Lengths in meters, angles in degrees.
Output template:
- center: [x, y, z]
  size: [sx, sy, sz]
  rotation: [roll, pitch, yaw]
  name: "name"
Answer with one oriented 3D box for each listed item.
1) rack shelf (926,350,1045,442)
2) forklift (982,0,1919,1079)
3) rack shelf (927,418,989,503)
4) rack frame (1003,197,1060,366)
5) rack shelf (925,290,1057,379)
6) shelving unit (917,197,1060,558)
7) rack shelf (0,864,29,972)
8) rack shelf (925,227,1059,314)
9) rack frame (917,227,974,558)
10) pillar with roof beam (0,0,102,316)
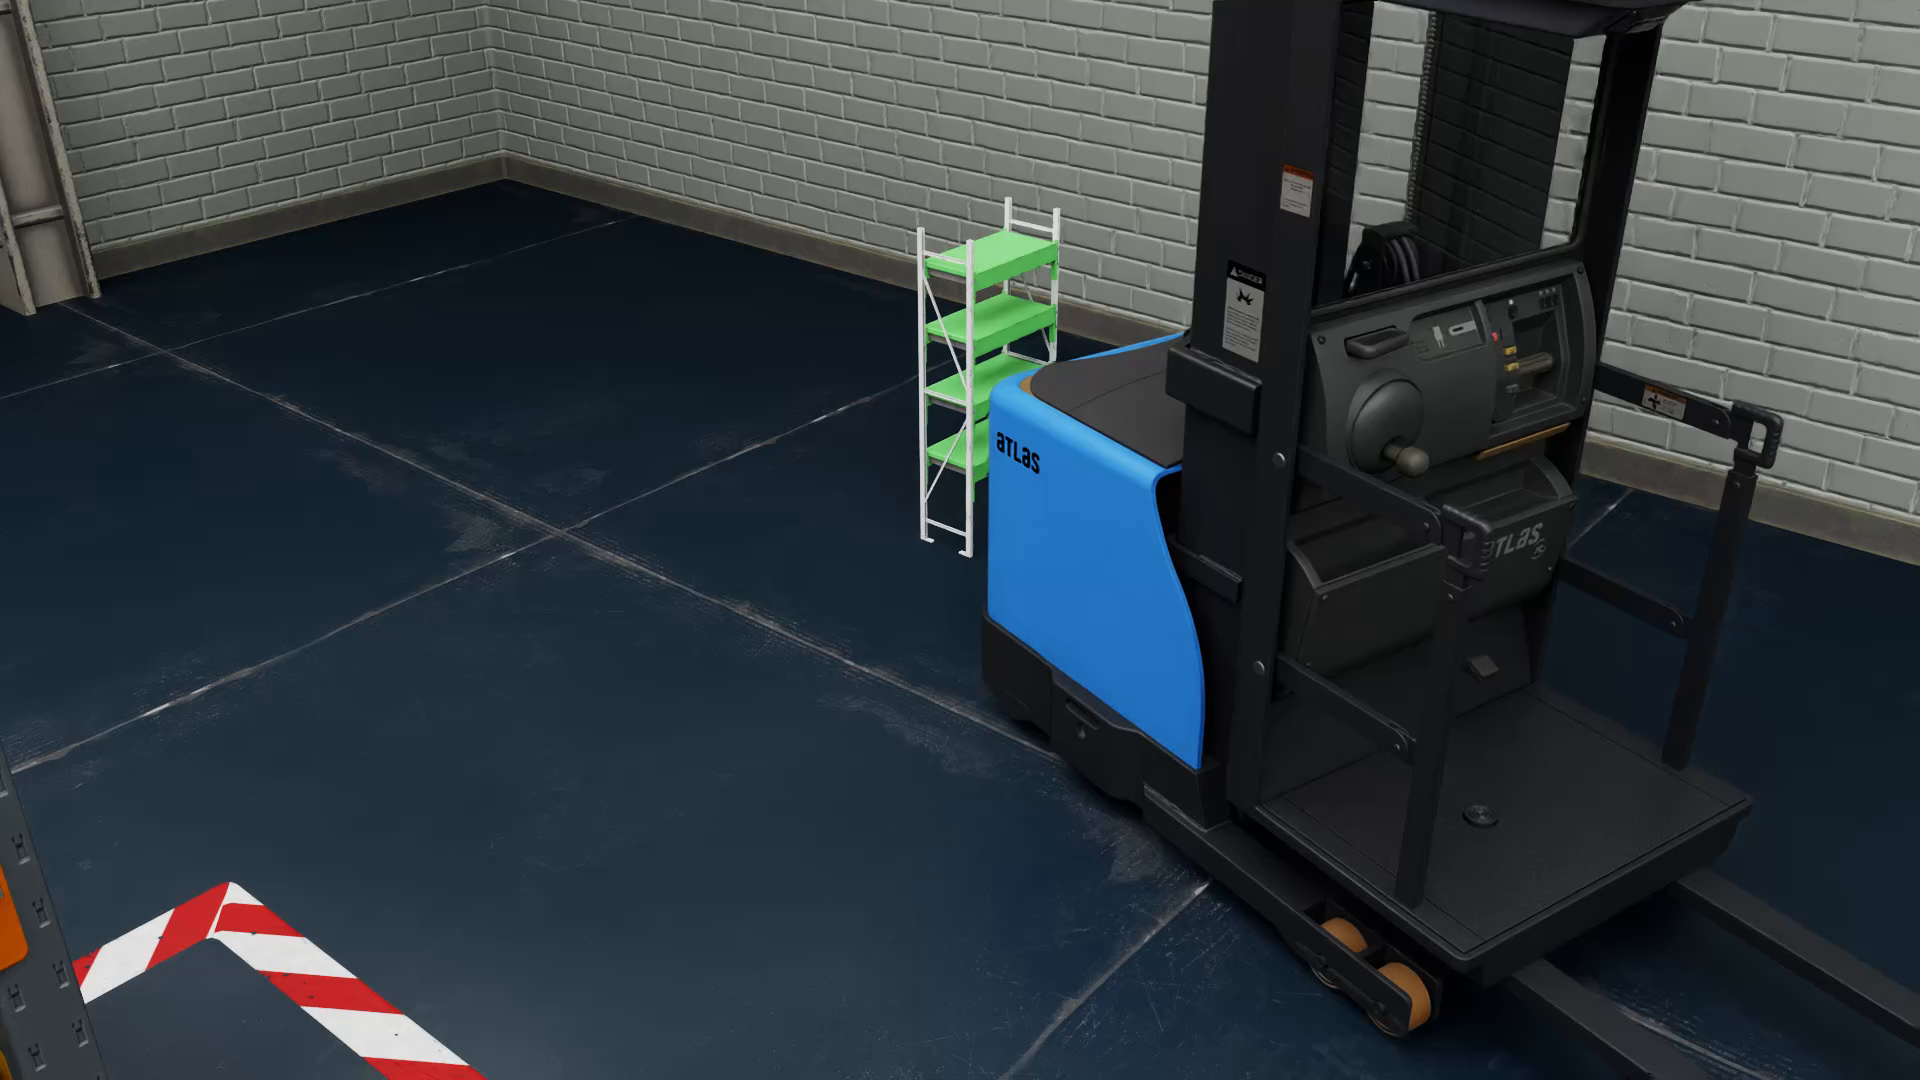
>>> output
- center: [0.105, -0.535, 6.117]
  size: [0.258, 0.148, 0.480]
  rotation: [21, 34, 34]
  name: "rack shelf"
- center: [1.301, -0.372, 3.779]
  size: [1.130, 2.935, 3.031]
  rotation: [-17, 32, -29]
  name: "forklift"
- center: [0.105, -0.322, 6.227]
  size: [0.258, 0.148, 0.480]
  rotation: [21, 34, 34]
  name: "rack shelf"
- center: [0.261, -0.678, 6.255]
  size: [0.240, 1.200, 0.015]
  rotation: [21, 34, 34]
  name: "rack frame"
- center: [0.105, -0.748, 6.007]
  size: [0.258, 0.148, 0.480]
  rotation: [21, 34, 34]
  name: "rack shelf"
- center: [0.105, -0.592, 6.088]
  size: [0.258, 1.200, 0.503]
  rotation: [21, 34, 34]
  name: "shelving unit"
- center: [-3.239, 1.098, 1.646]
  size: [1.077, 0.370, 4.000]
  rotation: [21, 34, 34]
  name: "rack shelf"
- center: [0.105, -0.961, 5.897]
  size: [0.258, 0.148, 0.480]
  rotation: [21, 34, 34]
  name: "rack shelf"
- center: [-0.050, -0.505, 5.921]
  size: [0.240, 1.200, 0.015]
  rotation: [21, 34, 34]
  name: "rack frame"
- center: [-1.420, -3.993, 4.176]
  size: [9.100, 9.000, 0.400]
  rotation: [21, 34, 34]
  name: "pillar with roof beam"
